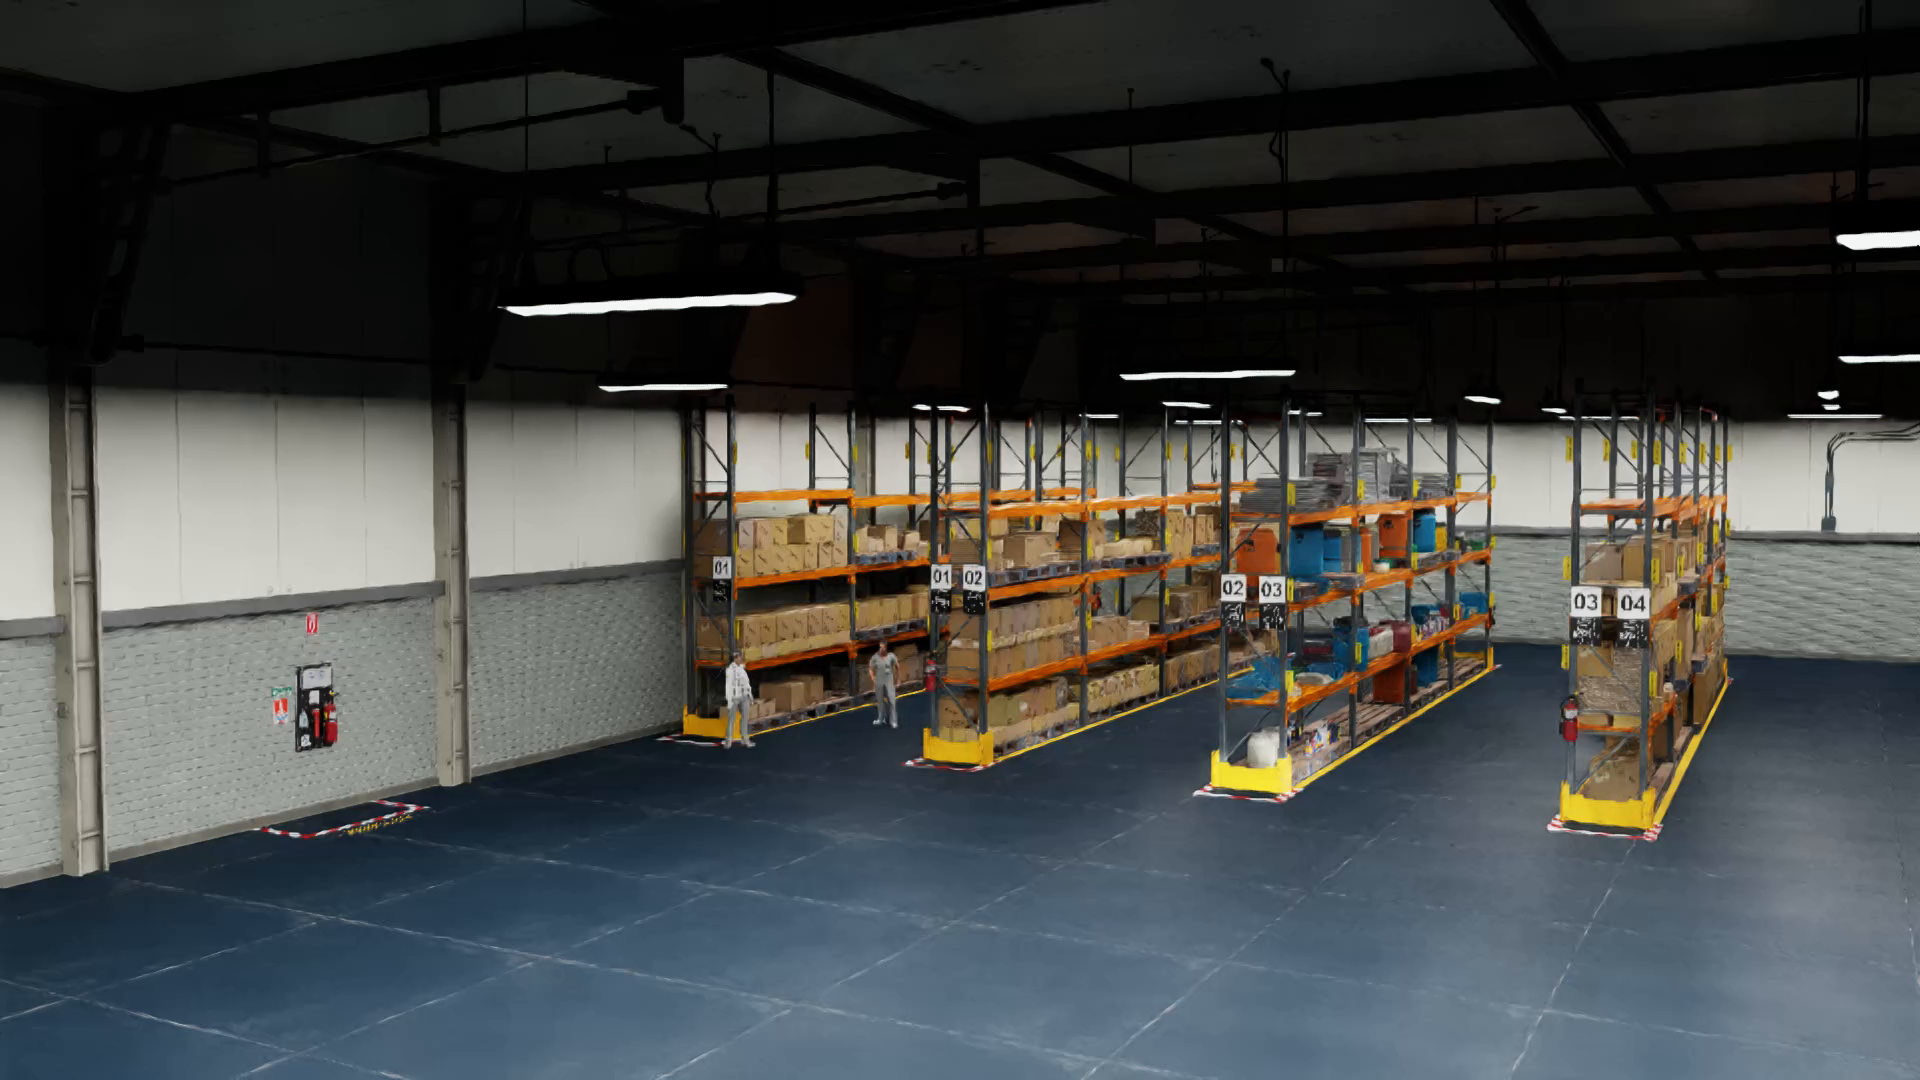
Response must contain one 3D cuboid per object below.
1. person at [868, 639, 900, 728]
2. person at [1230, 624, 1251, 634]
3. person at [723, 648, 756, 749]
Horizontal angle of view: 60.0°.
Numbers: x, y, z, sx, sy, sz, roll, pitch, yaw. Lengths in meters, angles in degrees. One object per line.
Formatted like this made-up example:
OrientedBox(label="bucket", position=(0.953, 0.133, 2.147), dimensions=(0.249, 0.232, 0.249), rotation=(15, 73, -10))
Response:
OrientedBox(label="person", position=(-1.345, 2.595, 30.303), dimensions=(0.613, 1.607, 0.804), rotation=(1, 3, 10))
OrientedBox(label="person", position=(7.182, 1.943, 42.831), dimensions=(0.953, 1.609, 0.492), rotation=(-3, 4, -41))
OrientedBox(label="person", position=(-3.754, 2.664, 28.113), dimensions=(0.370, 1.691, 0.582), rotation=(3, 4, 41))
